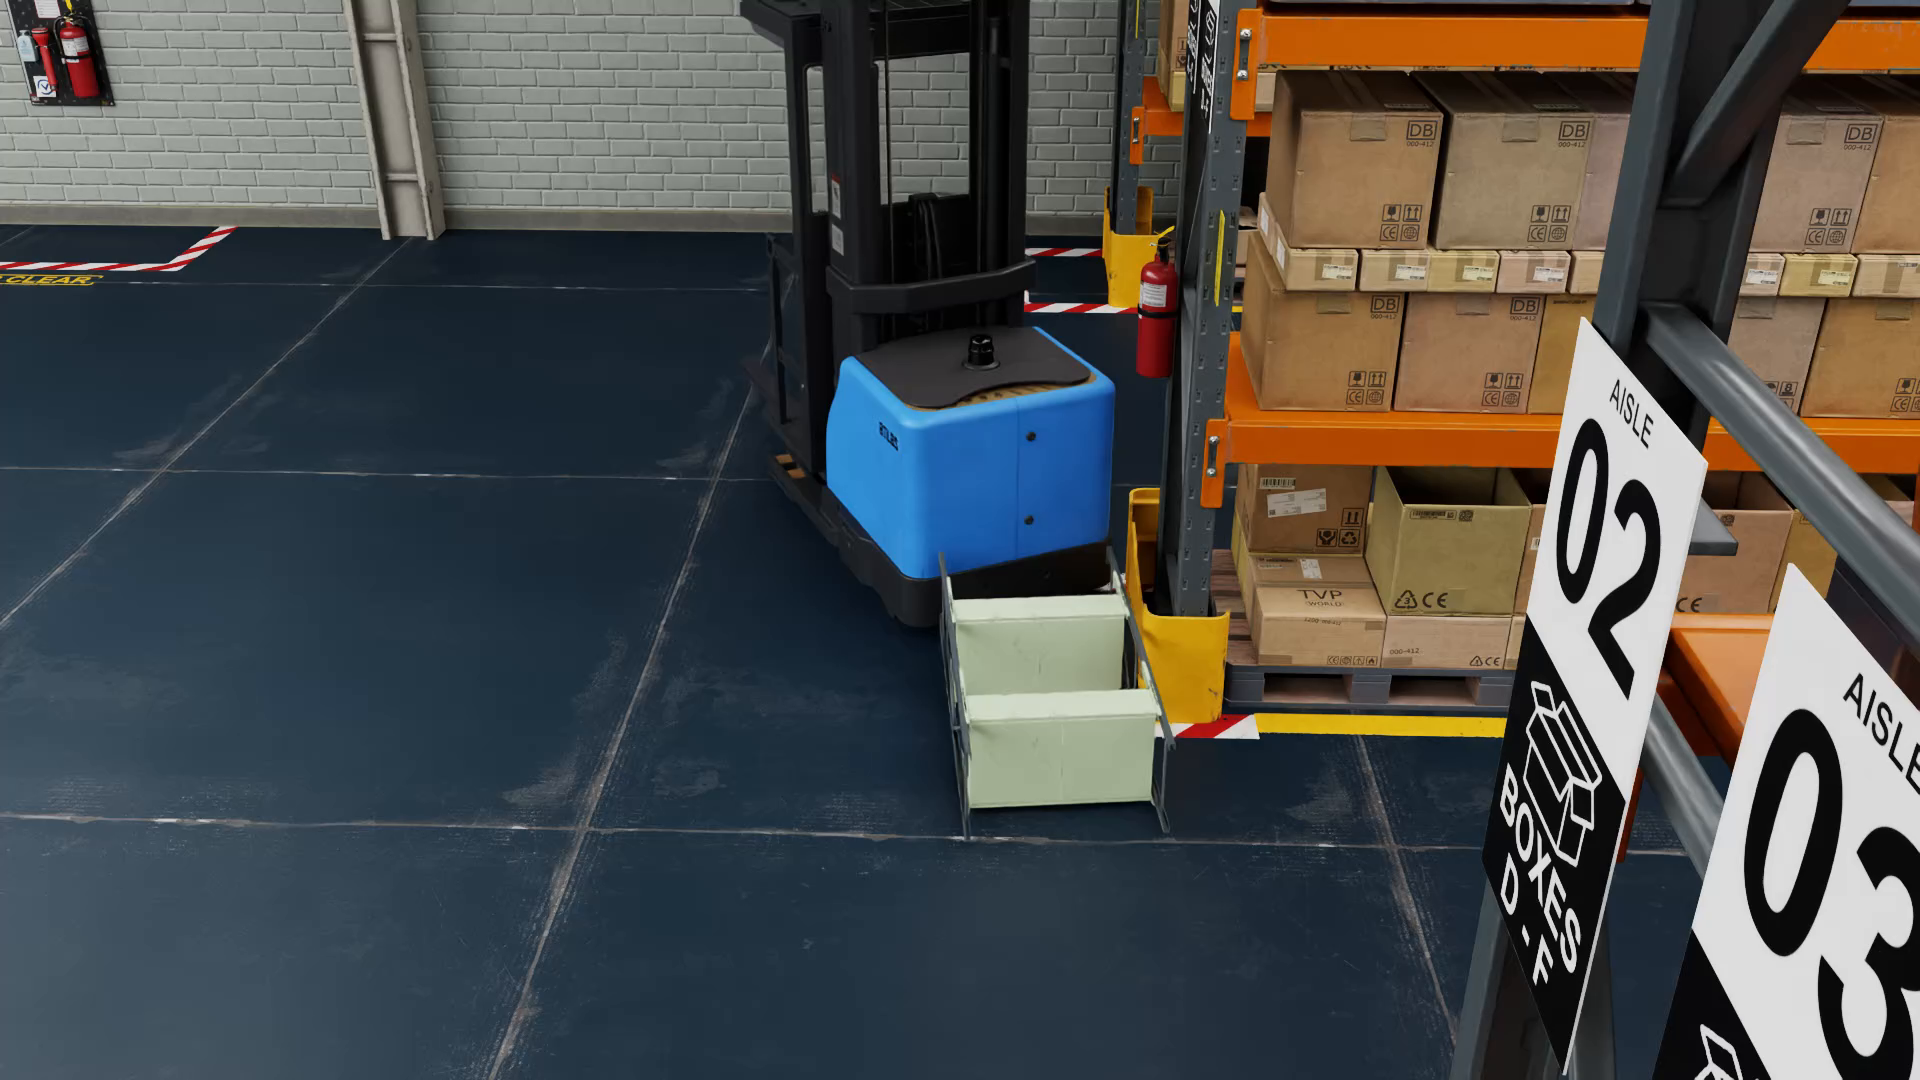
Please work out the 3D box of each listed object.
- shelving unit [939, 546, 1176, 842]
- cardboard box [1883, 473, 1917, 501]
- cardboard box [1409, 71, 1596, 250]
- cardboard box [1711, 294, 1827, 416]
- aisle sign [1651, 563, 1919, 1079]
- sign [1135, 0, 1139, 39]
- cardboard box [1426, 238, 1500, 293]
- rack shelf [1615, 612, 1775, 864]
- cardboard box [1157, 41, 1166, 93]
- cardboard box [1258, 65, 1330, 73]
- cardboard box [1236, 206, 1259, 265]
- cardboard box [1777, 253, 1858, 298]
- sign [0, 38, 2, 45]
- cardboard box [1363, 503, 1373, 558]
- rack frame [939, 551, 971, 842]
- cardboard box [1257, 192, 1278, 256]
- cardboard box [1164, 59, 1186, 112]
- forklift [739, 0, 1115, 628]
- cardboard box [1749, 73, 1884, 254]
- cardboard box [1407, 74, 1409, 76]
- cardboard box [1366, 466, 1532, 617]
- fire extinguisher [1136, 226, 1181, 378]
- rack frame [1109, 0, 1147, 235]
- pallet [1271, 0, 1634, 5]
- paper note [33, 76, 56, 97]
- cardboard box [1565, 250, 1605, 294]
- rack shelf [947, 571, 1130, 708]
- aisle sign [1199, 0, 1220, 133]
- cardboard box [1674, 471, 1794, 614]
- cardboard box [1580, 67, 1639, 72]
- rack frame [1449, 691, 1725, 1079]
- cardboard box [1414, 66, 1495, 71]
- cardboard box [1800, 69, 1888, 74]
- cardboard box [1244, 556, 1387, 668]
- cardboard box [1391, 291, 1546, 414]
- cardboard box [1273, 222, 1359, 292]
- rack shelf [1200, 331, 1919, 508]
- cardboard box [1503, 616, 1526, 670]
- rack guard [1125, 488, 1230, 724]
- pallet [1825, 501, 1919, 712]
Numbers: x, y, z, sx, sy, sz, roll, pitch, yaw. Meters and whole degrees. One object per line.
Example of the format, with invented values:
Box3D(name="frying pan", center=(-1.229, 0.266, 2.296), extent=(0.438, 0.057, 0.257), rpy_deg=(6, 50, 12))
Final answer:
Box3D(name="shelving unit", center=(0.340, 0.564, 6.662), extent=(0.755, 0.431, 1.500), rpy_deg=(-2, 28, -4))
Box3D(name="cardboard box", center=(3.978, -0.001, 6.736), extent=(0.500, 0.500, 0.500), rpy_deg=(1, 28, 2))
Box3D(name="cardboard box", center=(1.995, -1.443, 6.277), extent=(0.500, 0.500, 0.700), rpy_deg=(0, 28, 0))
Box3D(name="cardboard box", center=(2.964, -0.852, 6.549), extent=(0.500, 0.500, 0.700), rpy_deg=(2, 28, 3))
Box3D(name="aisle sign", center=(0.690, 0.460, 1.405), extent=(0.004, 0.787, 0.394), rpy_deg=(1, 28, 2))
Box3D(name="sign", center=(1.103, -3.294, 10.336), extent=(0.005, 0.325, 0.100), rpy_deg=(1, 28, 2))
Box3D(name="cardboard box", center=(1.848, -1.062, 6.251), extent=(0.250, 0.149, 0.380), rpy_deg=(1, 28, 2))
Box3D(name="rack shelf", center=(2.771, 0.498, 1.674), extent=(4.000, 0.370, 1.077), rpy_deg=(1, 28, 2))
Box3D(name="cardboard box", center=(1.596, -3.191, 11.205), extent=(0.500, 0.250, 0.500), rpy_deg=(1, 28, 3))
Box3D(name="cardboard box", center=(2.082, -3.278, 10.568), extent=(0.500, 0.500, 0.500), rpy_deg=(1, 28, 2))
Box3D(name="cardboard box", center=(1.810, -2.118, 11.444), extent=(0.500, 0.311, 0.500), rpy_deg=(-2, 28, -4))
Box3D(name="cardboard box", center=(3.134, -1.040, 6.210), extent=(0.250, 0.149, 0.380), rpy_deg=(2, 28, 3))
Box3D(name="sign", center=(-7.162, -3.789, 12.158), extent=(0.234, 0.329, 0.001), rpy_deg=(1, 28, 2))
Box3D(name="cardboard box", center=(1.997, 0.056, 7.429), extent=(0.500, 0.250, 0.500), rpy_deg=(1, 28, 2))
Box3D(name="rack frame", center=(-0.025, 0.576, 6.639), extent=(0.023, 0.400, 1.500), rpy_deg=(-2, 28, -4))
Box3D(name="cardboard box", center=(1.339, -1.260, 6.625), extent=(0.250, 0.149, 0.380), rpy_deg=(0, 28, 1))
Box3D(name="cardboard box", center=(1.598, -2.951, 10.753), extent=(0.500, 0.250, 0.500), rpy_deg=(0, 28, 0))
Box3D(name="forklift", center=(-0.364, -1.574, 8.090), extent=(1.130, 2.935, 3.031), rpy_deg=(-12, 30, -21))
Box3D(name="cardboard box", center=(3.000, -1.427, 6.247), extent=(0.500, 0.500, 0.700), rpy_deg=(1, 28, 2))
Box3D(name="cardboard box", center=(2.626, -2.938, 10.728), extent=(0.500, 0.250, 0.500), rpy_deg=(1, 28, 1))
Box3D(name="cardboard box", center=(1.978, -0.028, 6.787), extent=(0.500, 0.500, 0.500), rpy_deg=(1, 28, 2))
Box3D(name="fire extinguisher", center=(0.849, -1.032, 7.076), extent=(0.183, 0.674, 0.296), rpy_deg=(1, 28, 2))
Box3D(name="rack frame", center=(1.122, -3.165, 11.018), extent=(0.127, 3.000, 1.000), rpy_deg=(1, 28, 2))
Box3D(name="pallet", center=(1.656, -2.109, 5.917), extent=(1.213, 0.211, 1.003), rpy_deg=(1, 28, 2))
Box3D(name="paper note", center=(-6.787, -3.362, 12.331), extent=(0.142, 0.148, 0.016), rpy_deg=(1, 28, 2))
Box3D(name="cardboard box", center=(2.367, -1.053, 6.235), extent=(0.250, 0.149, 0.380), rpy_deg=(0, 28, 0))
Box3D(name="rack shelf", center=(0.316, 0.412, 6.950), extent=(0.720, 0.431, 0.370), rpy_deg=(-2, 28, -4))
Box3D(name="aisle sign", center=(0.874, -1.853, 5.767), extent=(0.004, 0.787, 0.394), rpy_deg=(1, 28, 2))
Box3D(name="cardboard box", center=(2.978, -0.009, 6.752), extent=(0.500, 0.500, 0.500), rpy_deg=(1, 28, 2))
Box3D(name="cardboard box", center=(4.137, -3.241, 10.500), extent=(0.500, 0.500, 0.500), rpy_deg=(1, 28, 2))
Box3D(name="rack frame", center=(0.772, 1.472, 2.270), extent=(0.127, 3.000, 1.000), rpy_deg=(1, 28, 2))
Box3D(name="cardboard box", center=(3.114, -3.263, 10.541), extent=(0.500, 0.500, 0.500), rpy_deg=(2, 28, 3))
Box3D(name="cardboard box", center=(5.627, -3.313, 10.721), extent=(0.500, 0.500, 0.700), rpy_deg=(1, 28, 2))
Box3D(name="cardboard box", center=(1.479, 0.296, 6.976), extent=(0.500, 0.250, 0.500), rpy_deg=(1, 28, 2))
Box3D(name="cardboard box", center=(1.942, -0.870, 6.582), extent=(0.500, 0.500, 0.700), rpy_deg=(2, 28, 3))
Box3D(name="cardboard box", center=(1.335, -1.070, 6.266), extent=(0.250, 0.149, 0.380), rpy_deg=(1, 28, 1))
Box3D(name="rack shelf", center=(2.949, -0.495, 6.750), extent=(4.000, 0.370, 1.077), rpy_deg=(1, 28, 2))
Box3D(name="cardboard box", center=(2.478, 0.311, 6.948), extent=(0.500, 0.250, 0.500), rpy_deg=(1, 28, 2))
Box3D(name="rack guard", center=(0.927, 0.258, 7.230), extent=(0.348, 0.500, 1.175), rpy_deg=(1, 28, 2))
Box3D(name="pallet", center=(1.595, 0.290, 1.500), extent=(1.213, 0.211, 1.003), rpy_deg=(1, 28, 2))
